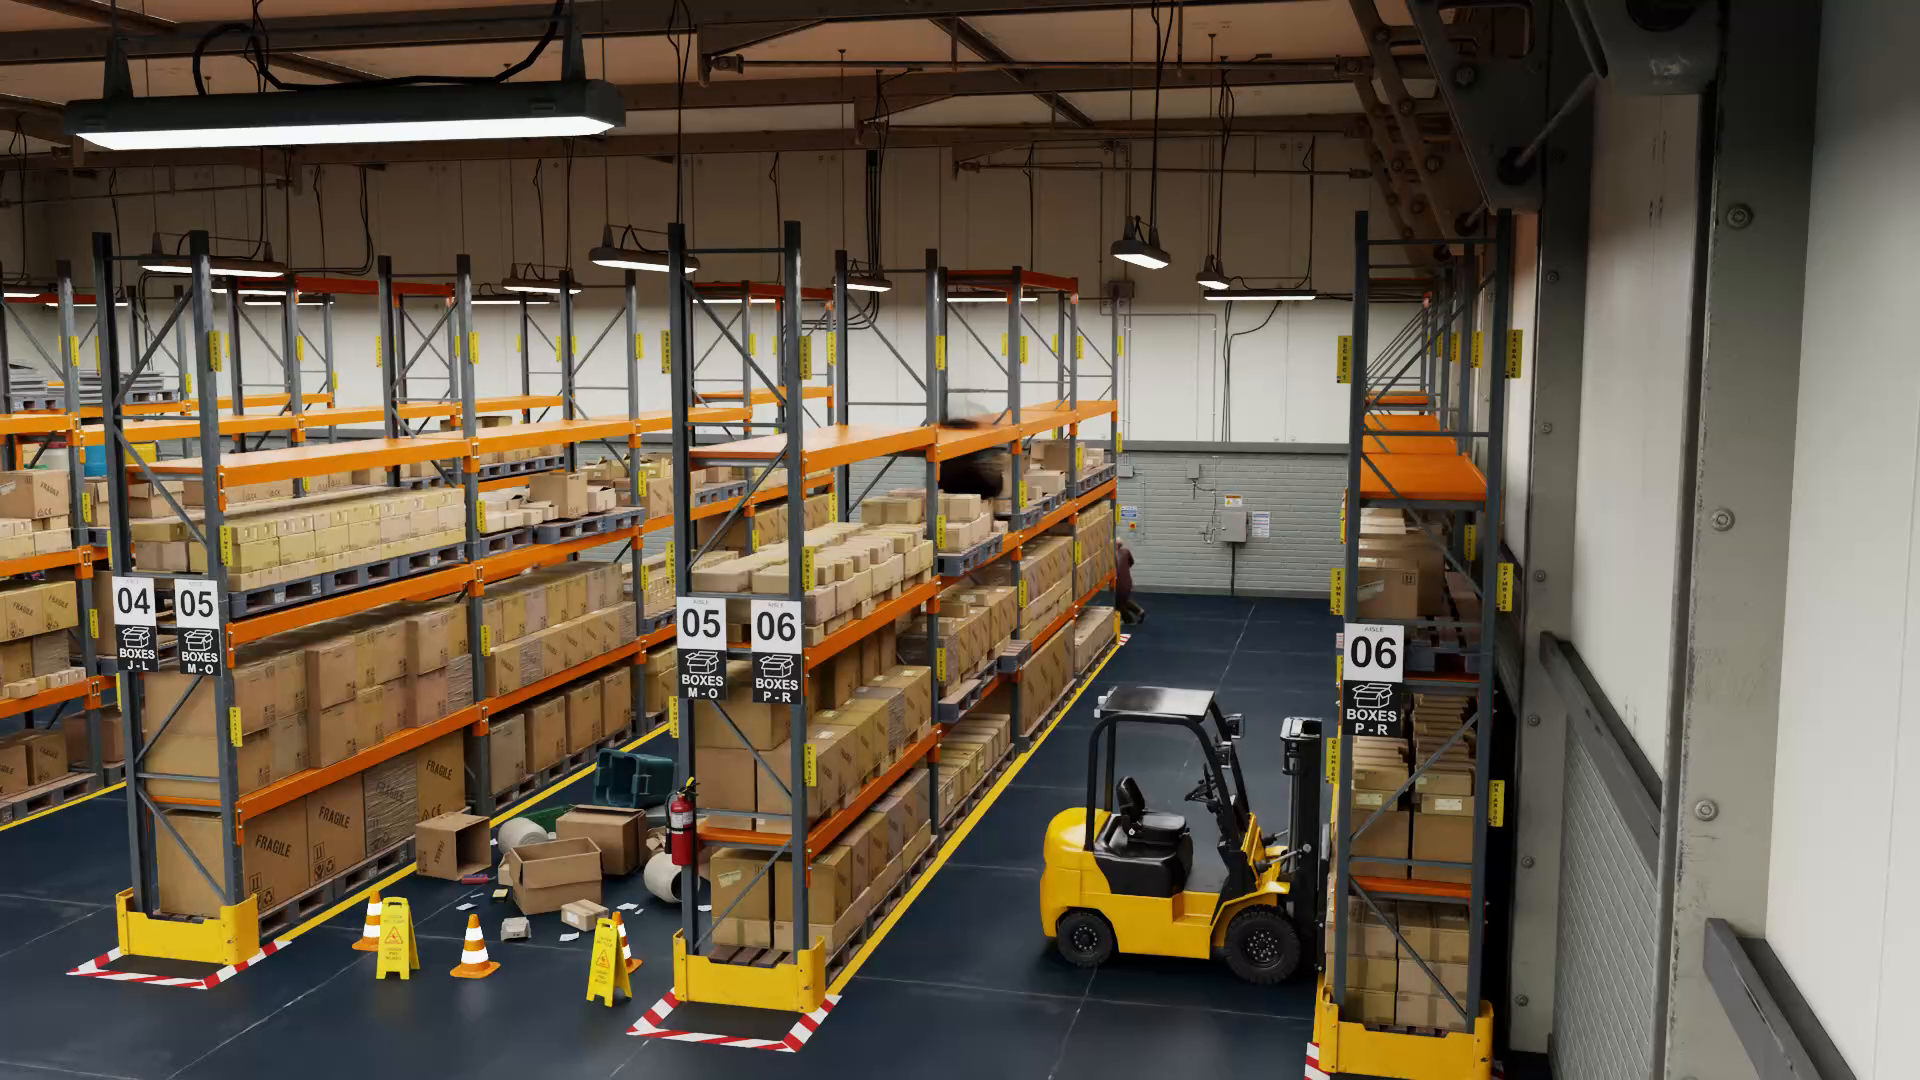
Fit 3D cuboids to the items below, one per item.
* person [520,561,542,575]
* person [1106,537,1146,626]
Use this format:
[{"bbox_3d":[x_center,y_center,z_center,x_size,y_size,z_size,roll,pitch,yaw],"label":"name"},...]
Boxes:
[{"bbox_3d":[-6.776,1.063,26.586,0.649,1.769,0.738,1,7,9],"label":"person"},{"bbox_3d":[2.880,0.760,29.415,0.638,1.661,0.811,5,9,38],"label":"person"}]
